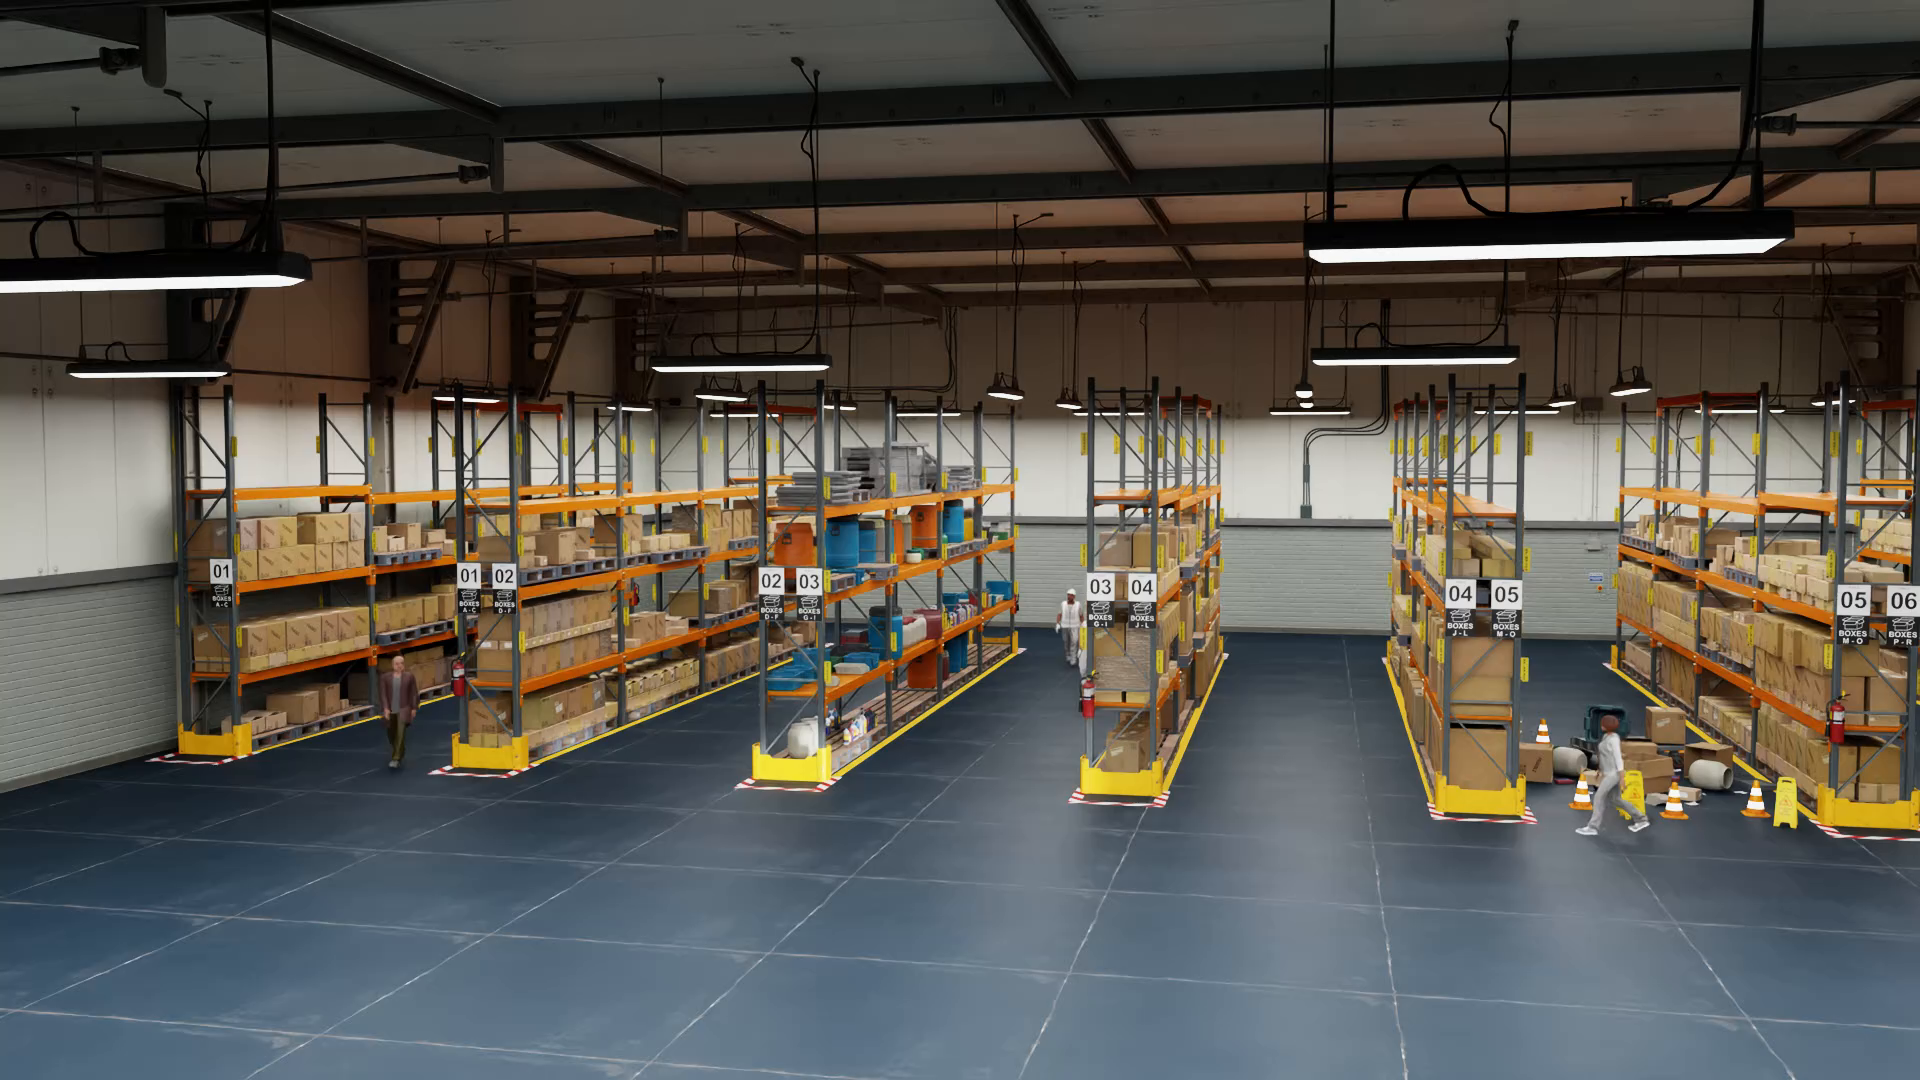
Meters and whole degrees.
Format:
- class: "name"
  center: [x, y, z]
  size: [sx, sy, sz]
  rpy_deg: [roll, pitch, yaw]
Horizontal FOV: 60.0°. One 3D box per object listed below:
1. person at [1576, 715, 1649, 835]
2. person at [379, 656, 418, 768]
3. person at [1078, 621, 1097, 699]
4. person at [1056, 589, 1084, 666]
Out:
- class: "person"
  center: [8.392, 3.015, 21.356]
  size: [0.912, 1.547, 0.486]
  rpy_deg: [1, 3, 10]
- class: "person"
  center: [-8.832, 2.674, 26.077]
  size: [0.550, 1.707, 1.142]
  rpy_deg: [0, 3, -6]
- class: "person"
  center: [2.612, 2.269, 33.220]
  size: [0.597, 1.842, 0.535]
  rpy_deg: [1, 3, 22]
- class: "person"
  center: [2.529, 1.995, 38.109]
  size: [0.651, 1.726, 1.096]
  rpy_deg: [0, 3, 9]
